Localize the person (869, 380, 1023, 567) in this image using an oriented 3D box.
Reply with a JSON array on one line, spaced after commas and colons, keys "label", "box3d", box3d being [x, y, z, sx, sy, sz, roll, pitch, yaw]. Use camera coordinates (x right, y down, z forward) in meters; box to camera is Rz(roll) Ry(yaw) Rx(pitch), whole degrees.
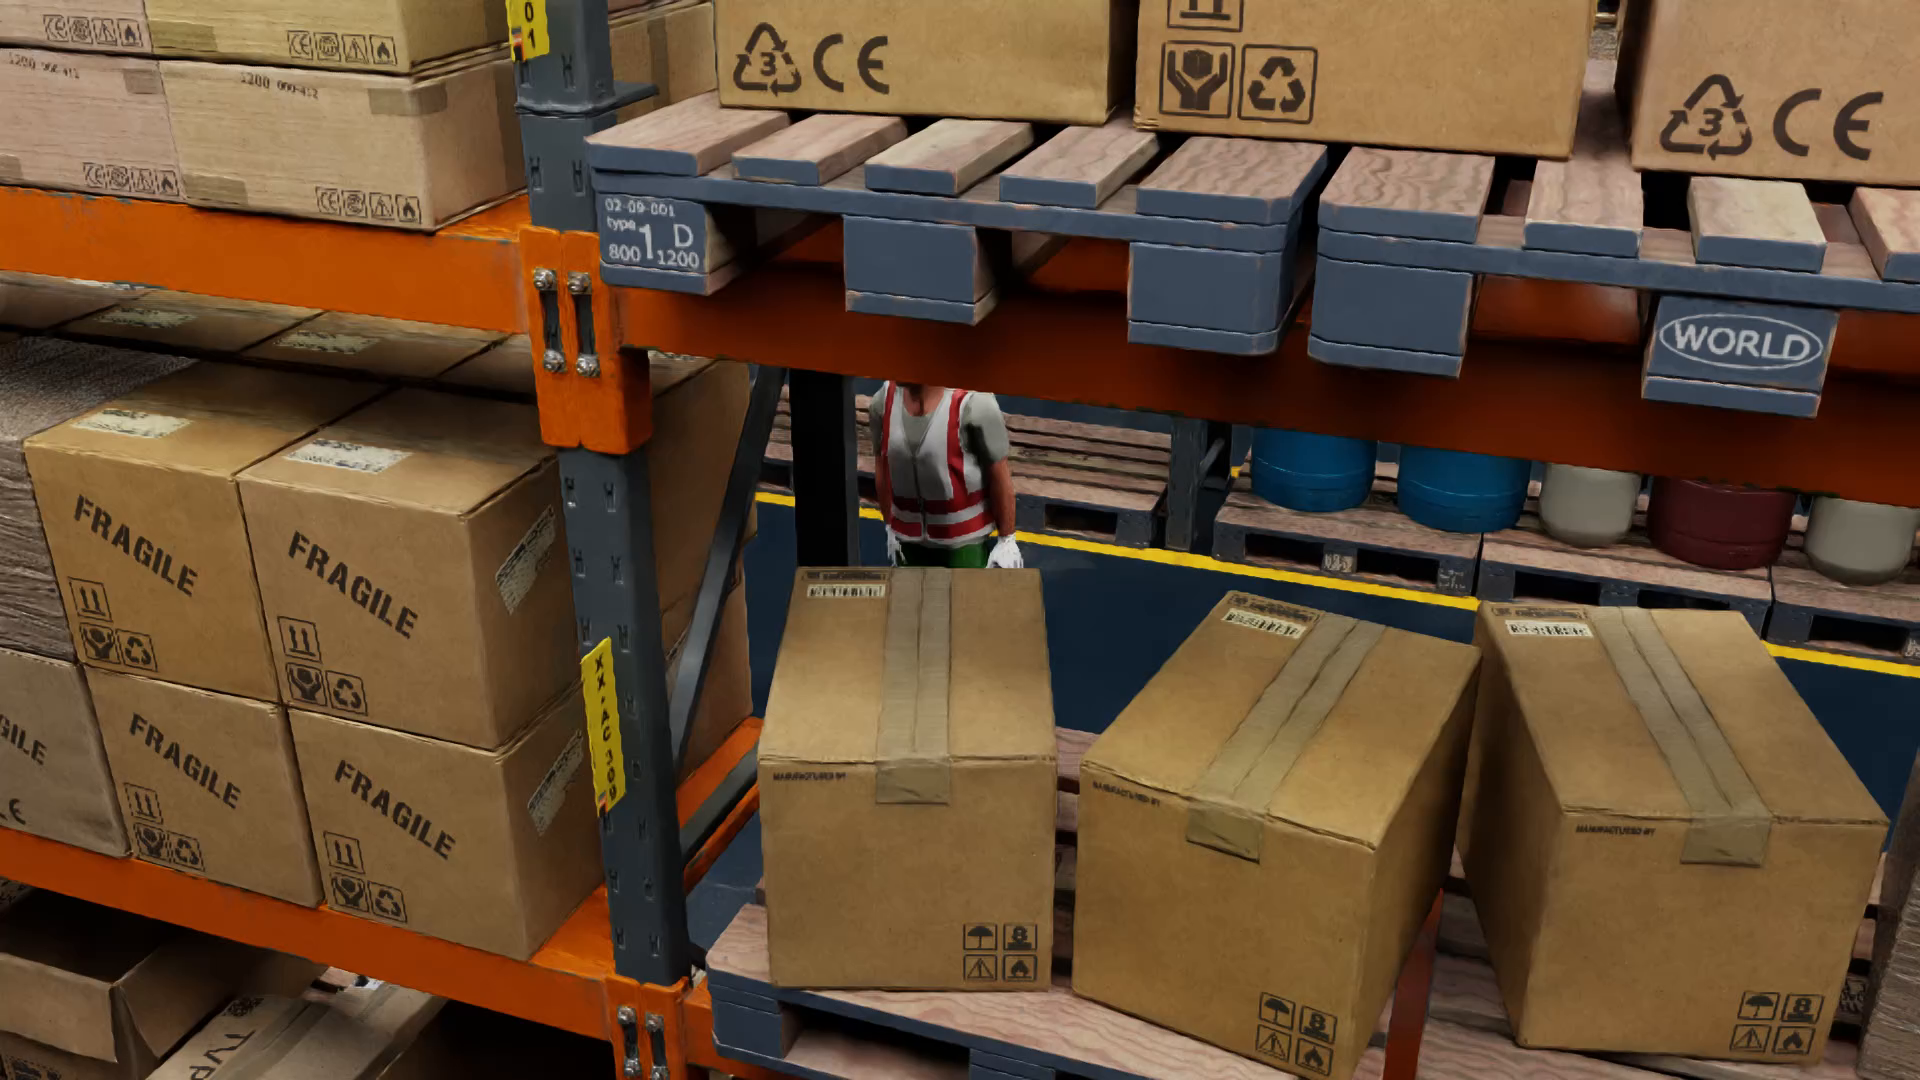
[{"label": "person", "box3d": [-0.027, 0.013, 6.083, 0.700, 1.767, 0.472, 10, 27, 20]}]
